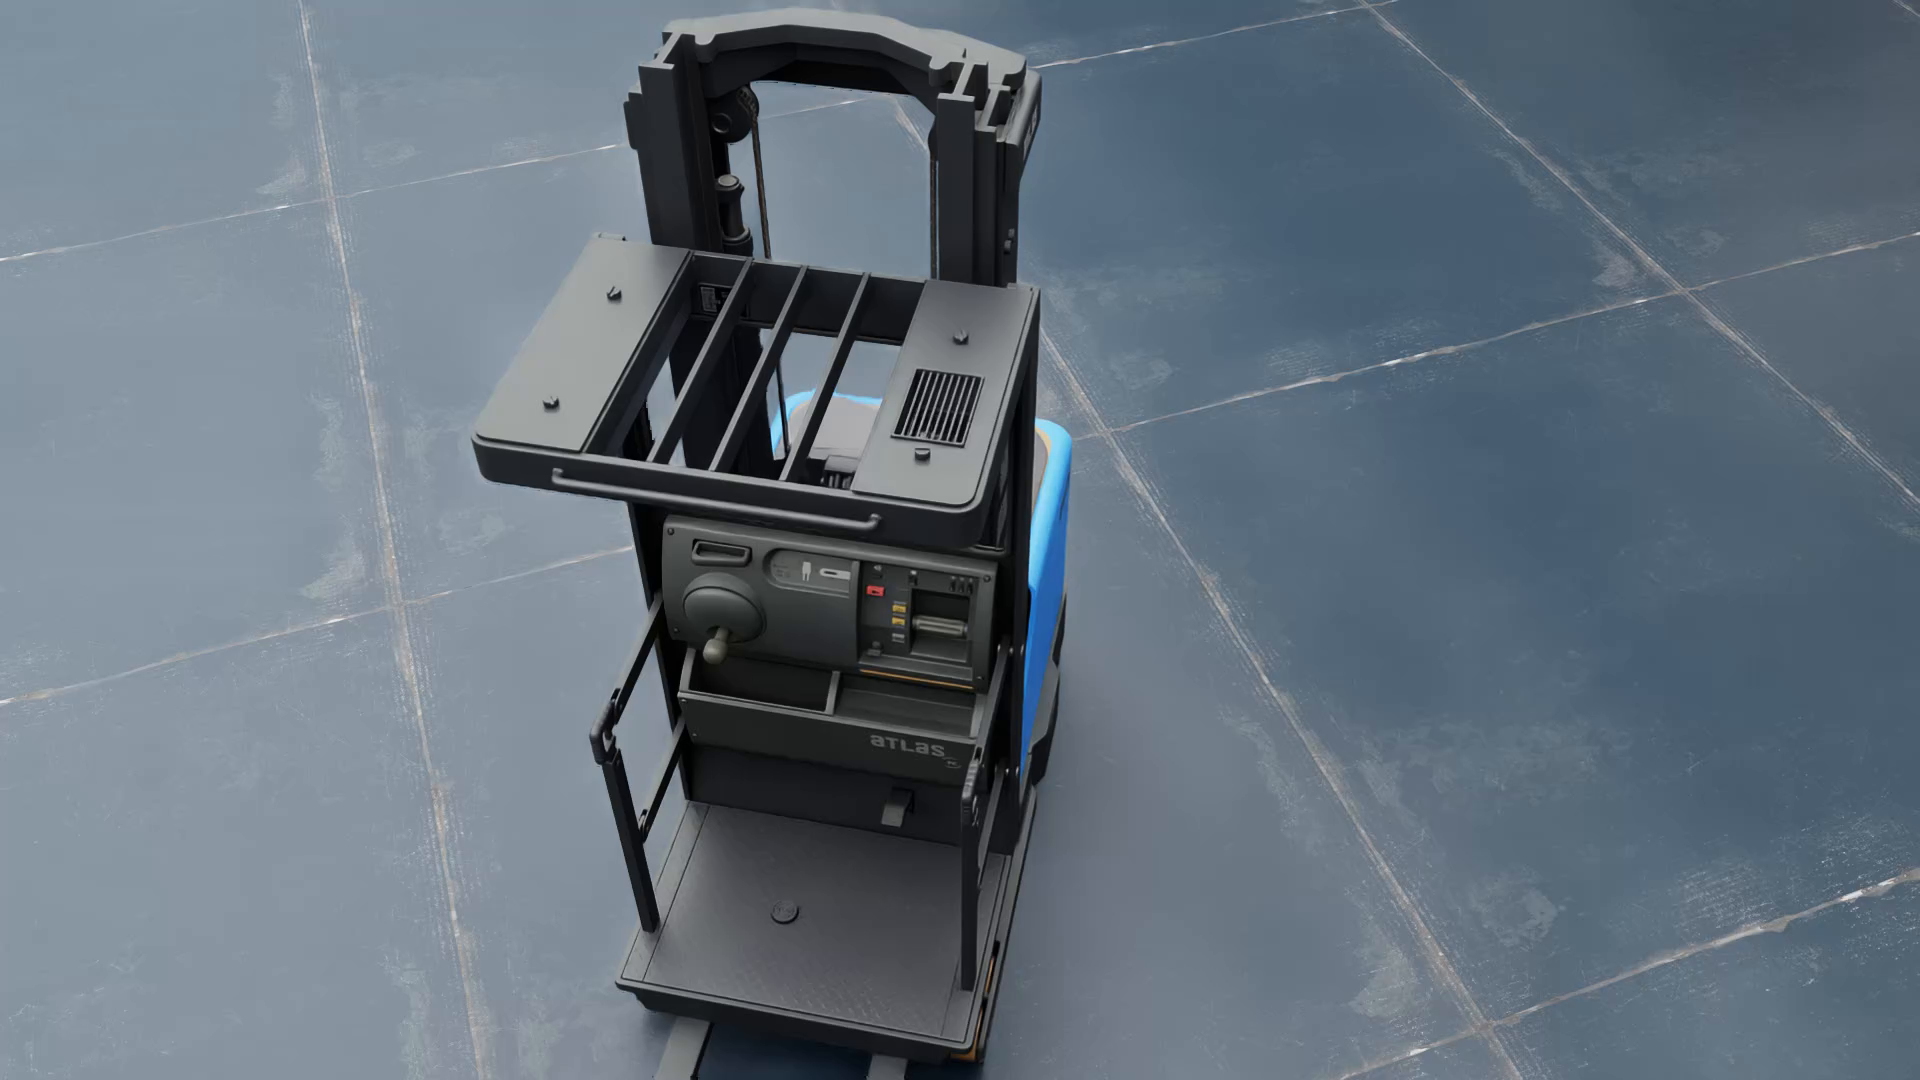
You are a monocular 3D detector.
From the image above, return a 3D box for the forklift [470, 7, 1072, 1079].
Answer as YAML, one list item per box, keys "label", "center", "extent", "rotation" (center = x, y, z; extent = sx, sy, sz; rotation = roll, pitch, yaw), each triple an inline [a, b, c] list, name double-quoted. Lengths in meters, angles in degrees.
- label: "forklift"
  center: [-0.406, 0.278, 4.404]
  extent: [1.130, 2.935, 3.031]
  rotation: [8, 46, 8]
